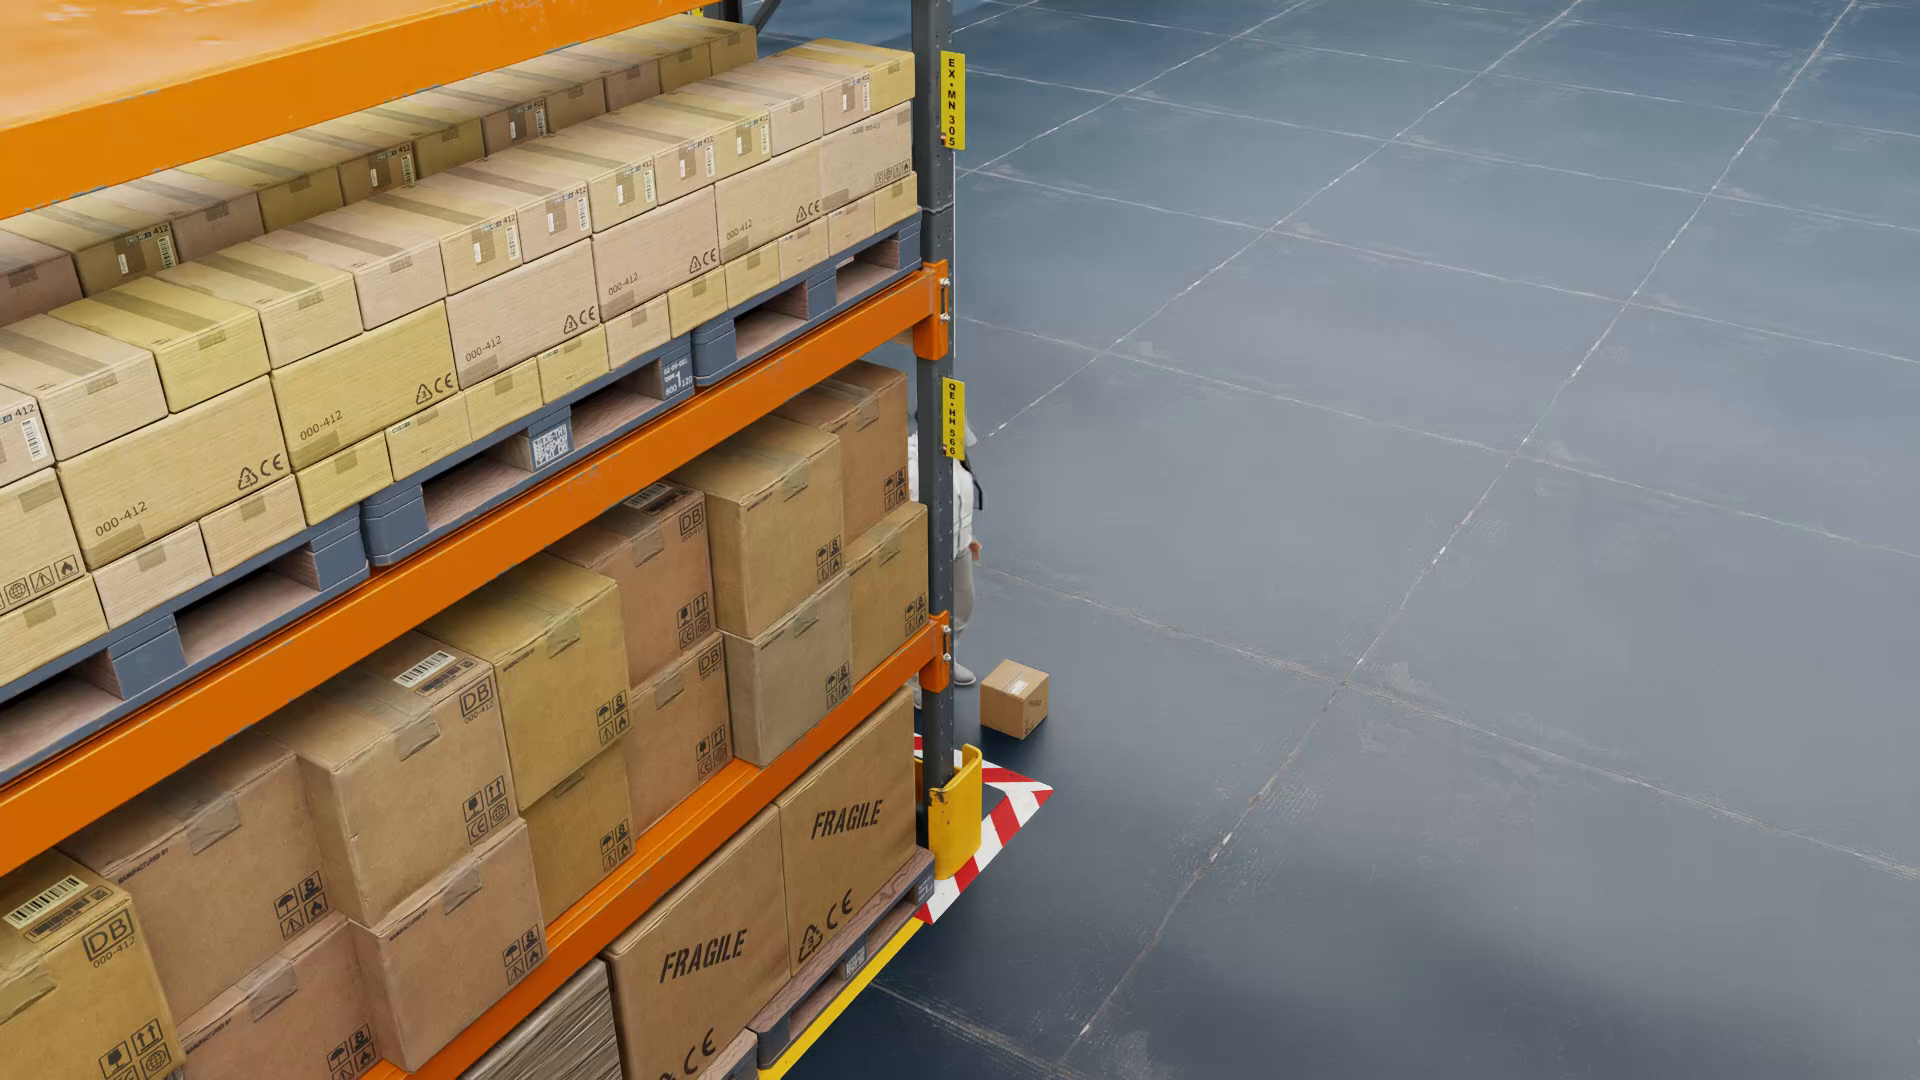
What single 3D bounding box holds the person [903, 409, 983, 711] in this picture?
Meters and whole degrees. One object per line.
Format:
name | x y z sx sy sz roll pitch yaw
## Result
person | -0.114 0.049 8.130 0.429 1.643 0.483 19 36 29
